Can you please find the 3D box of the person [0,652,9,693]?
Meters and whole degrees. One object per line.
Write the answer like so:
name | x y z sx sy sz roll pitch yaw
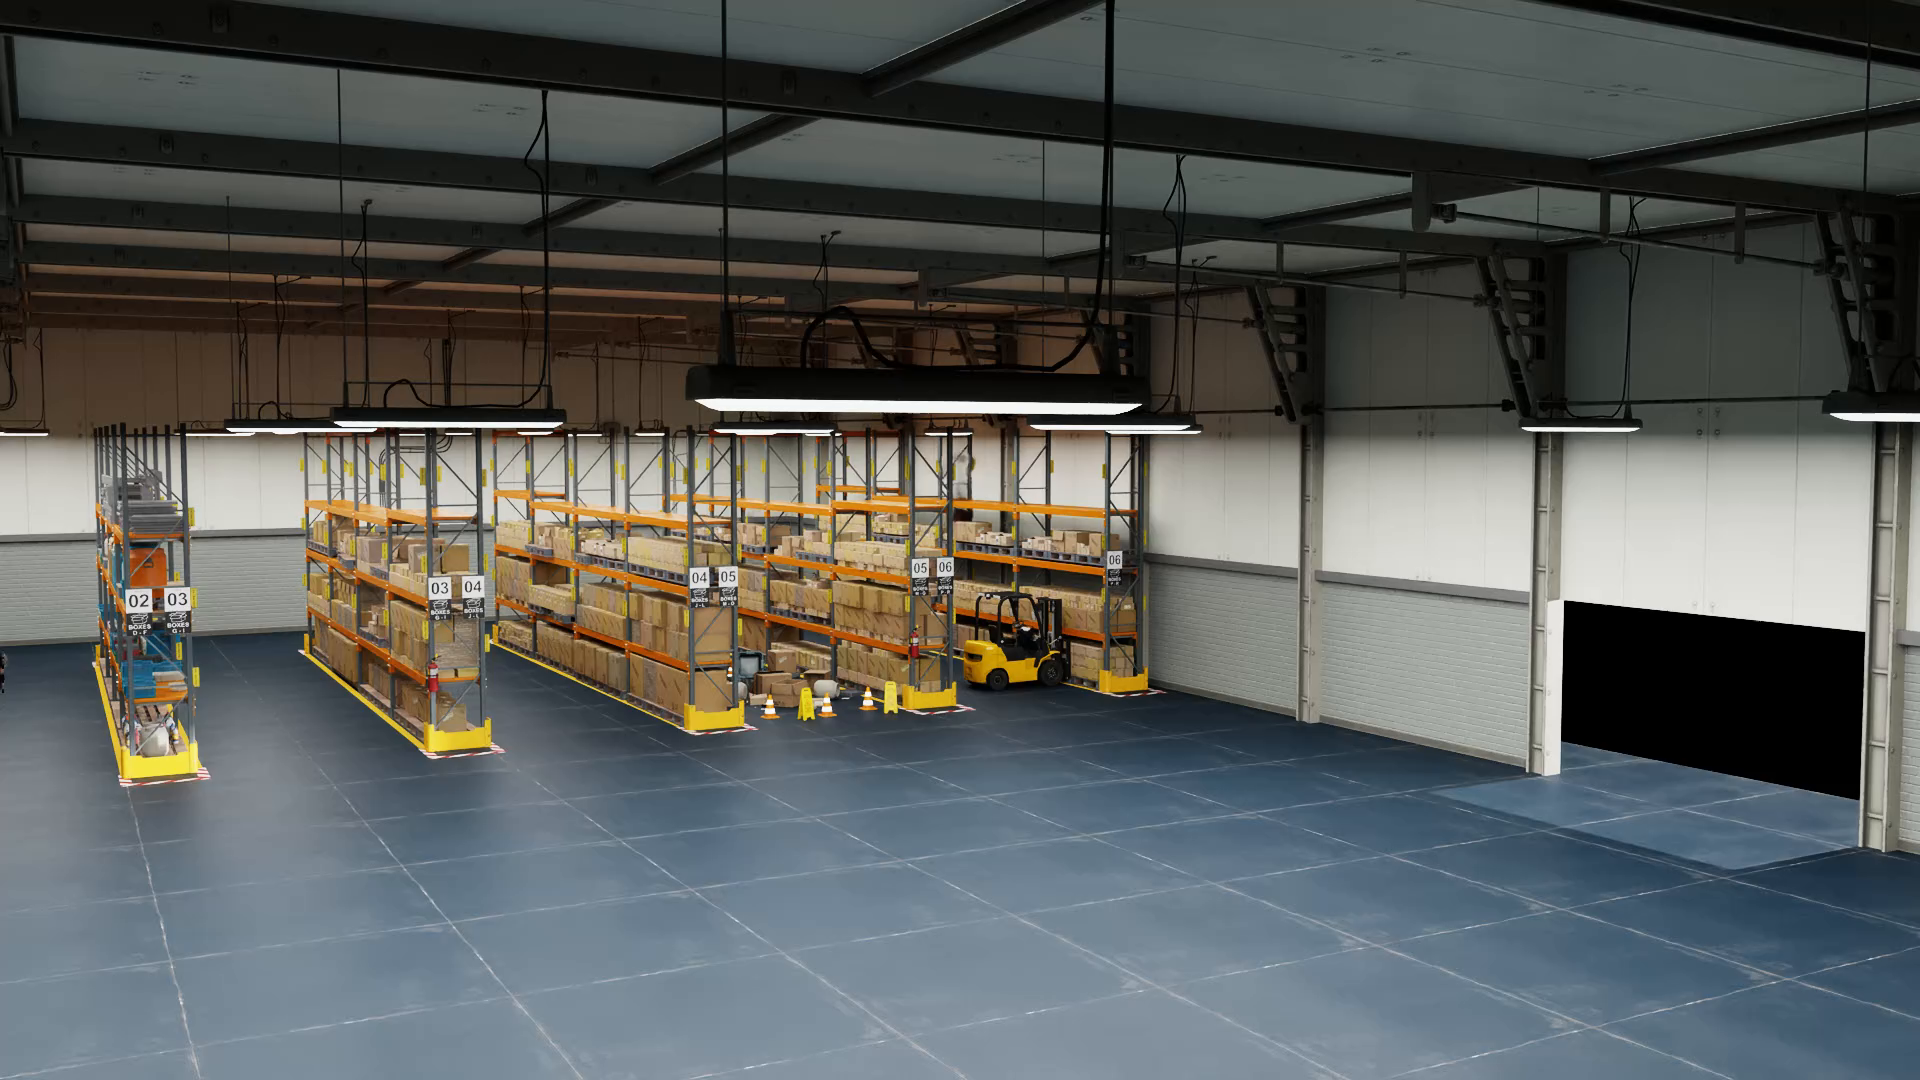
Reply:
person | -19.337 2.873 33.218 0.892 1.776 0.591 3 5 45
